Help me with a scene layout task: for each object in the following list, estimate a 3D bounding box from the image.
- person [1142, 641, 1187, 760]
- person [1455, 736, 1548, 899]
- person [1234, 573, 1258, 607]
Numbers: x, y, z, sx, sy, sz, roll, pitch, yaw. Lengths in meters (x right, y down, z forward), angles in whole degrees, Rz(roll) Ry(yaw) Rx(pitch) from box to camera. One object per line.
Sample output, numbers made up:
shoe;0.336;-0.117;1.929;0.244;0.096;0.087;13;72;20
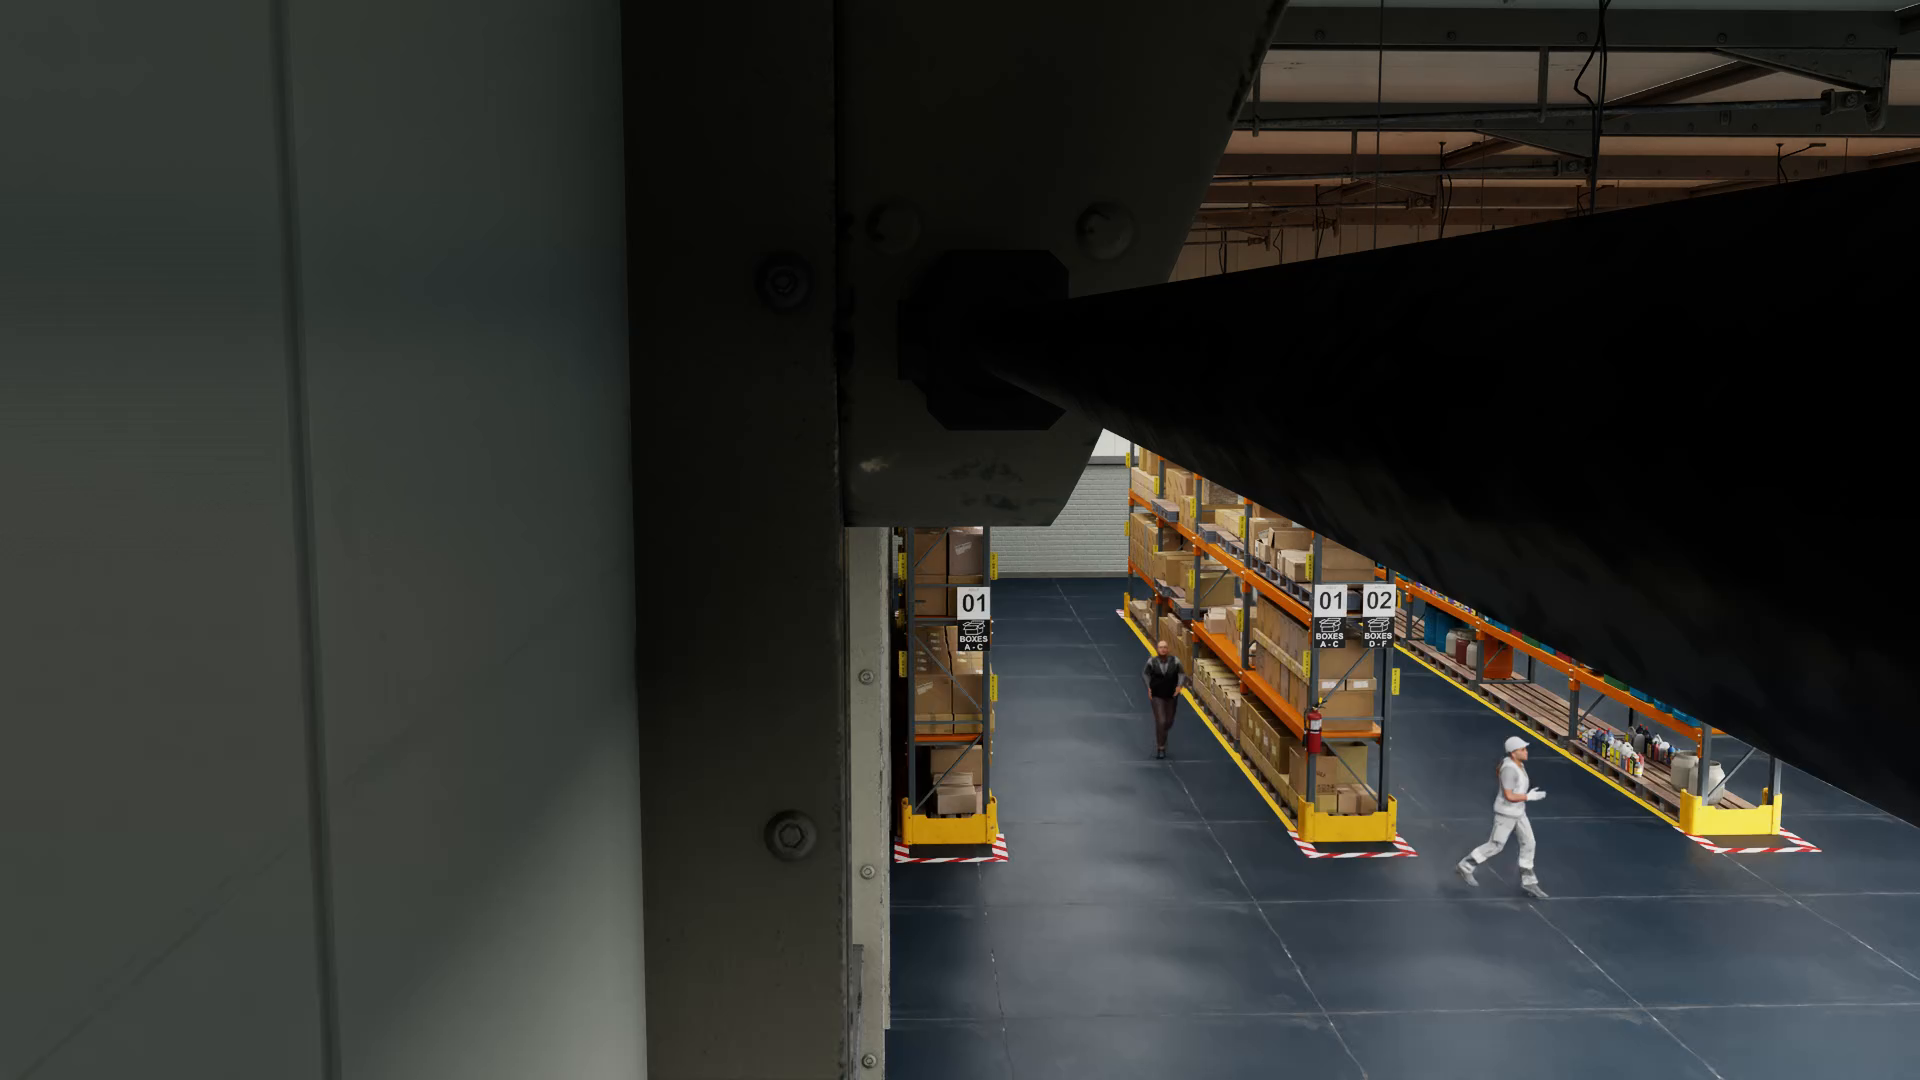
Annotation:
person;3.027;2.331;24.705;0.662;1.730;0.783;0;7;1
person;6.090;3.068;18.579;0.980;1.814;0.673;4;9;31
person;6.115;0.977;35.550;0.579;1.691;0.642;-1;7;-5
